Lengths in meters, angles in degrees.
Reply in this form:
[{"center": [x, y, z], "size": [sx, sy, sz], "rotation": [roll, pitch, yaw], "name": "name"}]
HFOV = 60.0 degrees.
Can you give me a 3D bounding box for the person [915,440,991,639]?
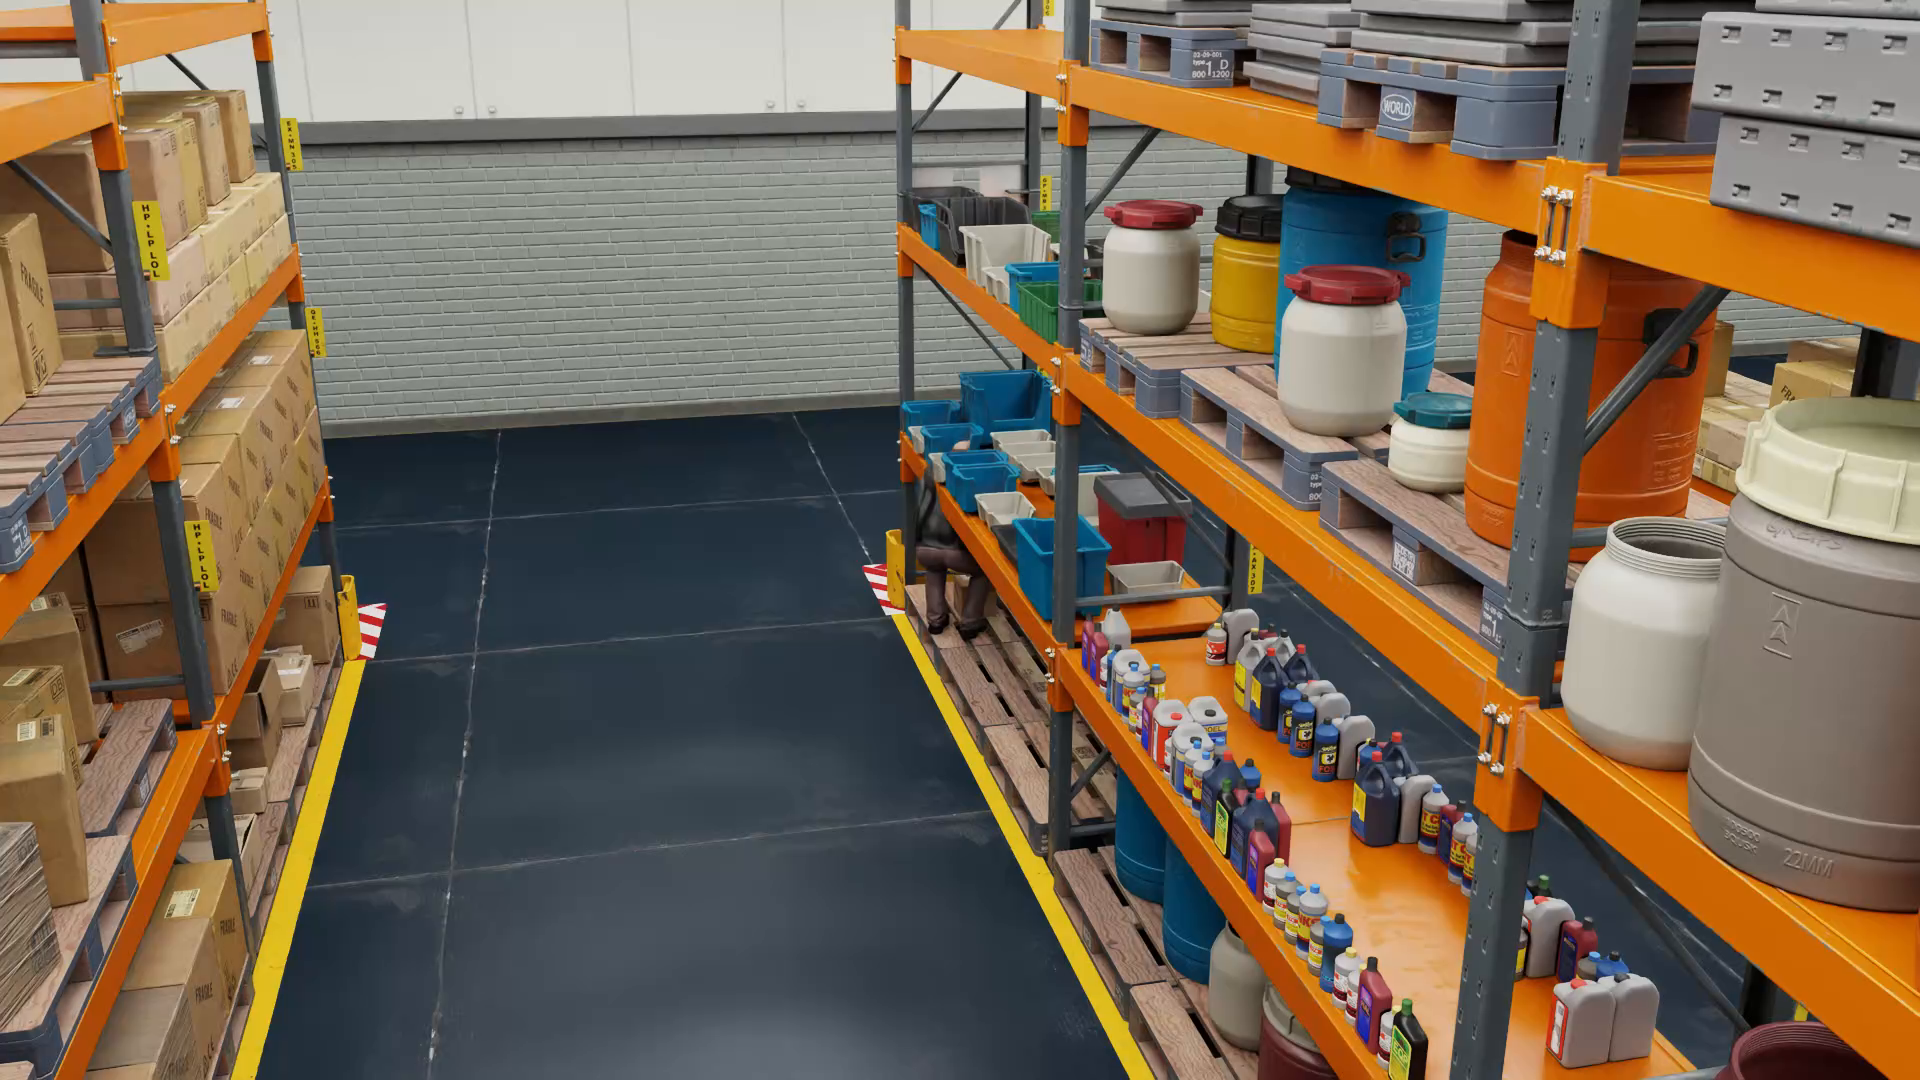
[{"center": [-0.054, 0.011, 11.230], "size": [0.584, 1.255, 0.783], "rotation": [7, 20, 18], "name": "person"}]
